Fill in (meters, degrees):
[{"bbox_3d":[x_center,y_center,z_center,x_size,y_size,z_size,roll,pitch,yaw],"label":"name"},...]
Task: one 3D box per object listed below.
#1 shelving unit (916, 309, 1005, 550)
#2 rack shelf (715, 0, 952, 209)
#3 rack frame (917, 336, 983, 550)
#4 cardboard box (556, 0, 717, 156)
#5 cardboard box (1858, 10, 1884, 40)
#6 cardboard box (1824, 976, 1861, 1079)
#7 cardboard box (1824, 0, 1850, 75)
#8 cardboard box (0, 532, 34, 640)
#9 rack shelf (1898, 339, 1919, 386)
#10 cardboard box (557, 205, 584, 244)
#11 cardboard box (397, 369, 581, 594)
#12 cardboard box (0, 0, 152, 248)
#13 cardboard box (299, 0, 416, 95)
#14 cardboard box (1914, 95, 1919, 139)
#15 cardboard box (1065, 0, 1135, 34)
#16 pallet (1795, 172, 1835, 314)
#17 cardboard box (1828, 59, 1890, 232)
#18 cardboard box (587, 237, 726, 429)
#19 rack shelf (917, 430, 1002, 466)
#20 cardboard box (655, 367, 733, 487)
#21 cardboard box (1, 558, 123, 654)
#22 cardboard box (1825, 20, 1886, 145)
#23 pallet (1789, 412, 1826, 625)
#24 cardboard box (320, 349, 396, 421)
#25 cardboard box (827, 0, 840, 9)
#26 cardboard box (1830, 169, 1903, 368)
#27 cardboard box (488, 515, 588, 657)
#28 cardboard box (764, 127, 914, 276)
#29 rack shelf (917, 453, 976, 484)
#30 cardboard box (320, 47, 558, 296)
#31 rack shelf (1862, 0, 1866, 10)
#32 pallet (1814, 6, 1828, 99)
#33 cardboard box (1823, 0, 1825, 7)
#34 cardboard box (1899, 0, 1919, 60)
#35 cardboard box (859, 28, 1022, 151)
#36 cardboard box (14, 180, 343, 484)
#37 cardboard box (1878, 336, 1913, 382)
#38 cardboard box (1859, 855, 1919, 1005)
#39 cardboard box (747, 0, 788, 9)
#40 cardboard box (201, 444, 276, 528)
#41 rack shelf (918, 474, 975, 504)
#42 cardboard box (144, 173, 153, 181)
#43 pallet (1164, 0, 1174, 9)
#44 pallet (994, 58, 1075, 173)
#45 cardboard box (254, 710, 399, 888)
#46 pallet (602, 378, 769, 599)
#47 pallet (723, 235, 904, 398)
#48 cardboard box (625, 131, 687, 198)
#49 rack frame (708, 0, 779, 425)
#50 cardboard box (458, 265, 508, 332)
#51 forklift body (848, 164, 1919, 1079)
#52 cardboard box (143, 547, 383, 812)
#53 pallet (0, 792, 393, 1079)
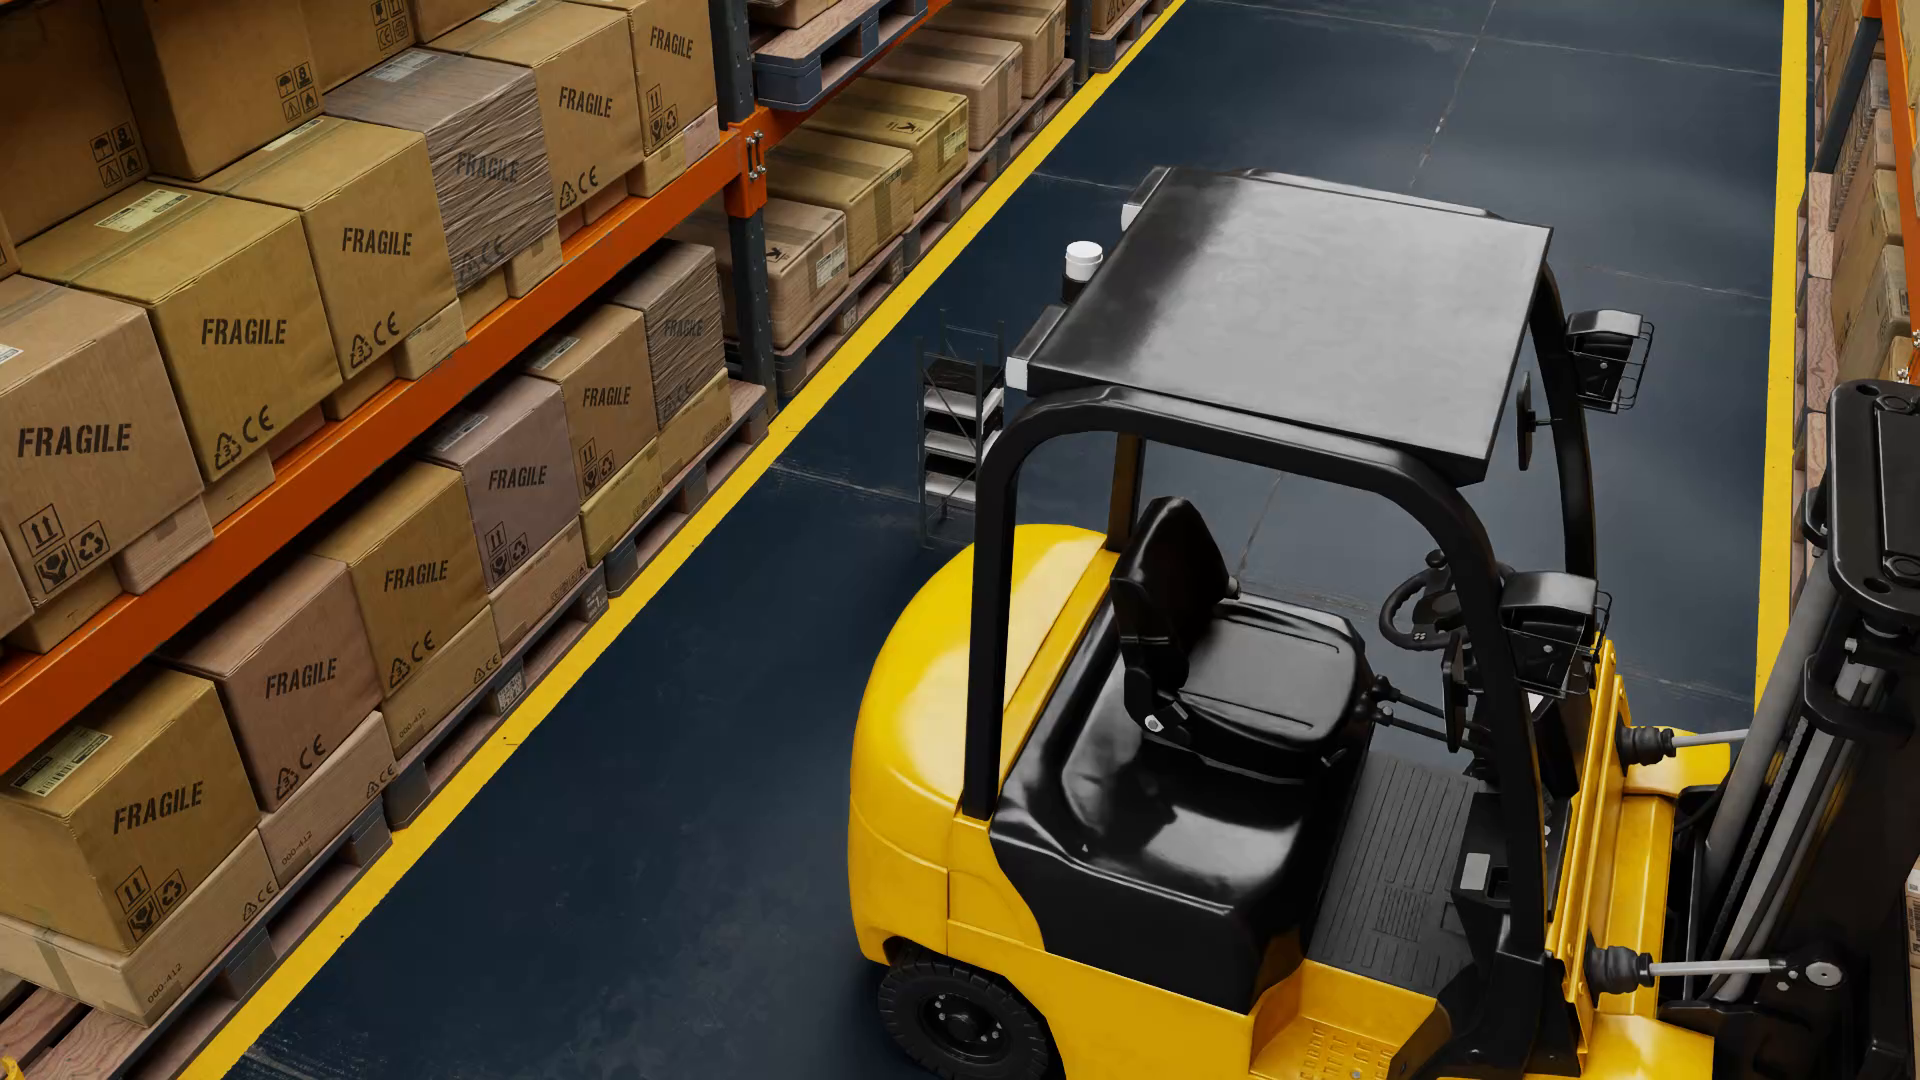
[{"bbox_3d":[0.003,-0.365,5.987,0.258,0.900,0.210,14,39,18],"label":"shelving unit"},{"bbox_3d":[-0.482,-2.630,7.864,1.077,0.370,4.000,14,39,18],"label":"rack shelf"},{"bbox_3d":[-0.036,-0.309,5.911,0.240,0.900,0.006,14,39,18],"label":"rack frame"},{"bbox_3d":[-1.182,-1.667,5.643,0.500,0.500,0.500,13,39,17],"label":"cardboard box"},{"bbox_3d":[4.824,-2.655,8.492,0.380,0.149,0.250,12,38,16],"label":"cardboard box"},{"bbox_3d":[2.294,1.083,3.824,0.500,0.250,0.500,14,39,18],"label":"cardboard box"},{"bbox_3d":[5.230,-2.912,9.378,0.500,0.500,0.500,16,39,20],"label":"cardboard box"},{"bbox_3d":[-2.328,0.046,3.352,0.500,0.500,0.500,13,39,17],"label":"cardboard box"},{"bbox_3d":[2.588,0.713,3.391,1.077,0.370,4.000,14,39,18],"label":"rack shelf"},{"bbox_3d":[-1.451,-1.062,5.375,0.380,0.149,0.250,13,39,17],"label":"cardboard box"},{"bbox_3d":[-1.605,-0.225,5.365,0.500,0.500,0.500,16,40,20],"label":"cardboard box"},{"bbox_3d":[-2.474,-1.073,4.013,0.700,0.500,0.500,13,39,17],"label":"cardboard box"},{"bbox_3d":[-2.042,-1.627,4.754,0.700,0.500,0.500,13,39,17],"label":"cardboard box"},{"bbox_3d":[3.702,-1.508,5.888,0.500,0.250,0.500,14,39,18],"label":"cardboard box"},{"bbox_3d":[0.619,-3.706,10.127,0.875,0.875,0.875,14,39,17],"label":"cardboard box"},{"bbox_3d":[4.521,-1.333,7.857,1.003,0.211,1.213,14,39,18],"label":"pallet"},{"bbox_3d":[4.621,-1.772,7.748,0.875,0.625,0.625,15,39,19],"label":"cardboard box"},{"bbox_3d":[-1.220,-0.789,6.120,0.500,0.500,0.500,13,39,17],"label":"cardboard box"},{"bbox_3d":[0.003,-0.338,6.007,0.258,0.077,0.200,14,39,18],"label":"rack shelf"},{"bbox_3d":[-1.219,-0.489,6.345,0.500,0.250,0.500,16,40,20],"label":"cardboard box"},{"bbox_3d":[-2.185,0.092,3.831,0.380,0.149,0.250,13,39,16],"label":"cardboard box"},{"bbox_3d":[4.833,-2.347,8.622,0.500,0.500,0.500,15,39,19],"label":"cardboard box"},{"bbox_3d":[3.593,0.018,6.050,1.003,0.211,1.213,14,39,18],"label":"pallet"},{"bbox_3d":[-1.806,-0.488,4.607,0.380,0.149,0.250,13,39,17],"label":"cardboard box"},{"bbox_3d":[-0.637,-2.249,6.612,0.380,0.149,0.250,15,39,19],"label":"cardboard box"},{"bbox_3d":[4.123,-1.035,6.762,0.875,0.625,0.625,12,38,16],"label":"cardboard box"},{"bbox_3d":[-1.611,0.088,5.572,0.500,0.250,0.500,14,39,18],"label":"cardboard box"},{"bbox_3d":[-0.775,-1.616,7.751,0.950,0.372,0.625,16,40,21],"label":"cardboard box"},{"bbox_3d":[0.003,-0.266,6.060,0.258,0.077,0.200,14,39,18],"label":"rack shelf"},{"bbox_3d":[-1.565,-1.093,4.874,0.500,0.500,0.500,15,39,19],"label":"cardboard box"},{"bbox_3d":[5.632,-3.716,9.317,1.077,0.370,4.000,14,39,18],"label":"rack shelf"},{"bbox_3d":[5.655,-2.858,9.897,1.003,0.211,1.213,14,39,18],"label":"pallet"},{"bbox_3d":[5.613,-3.490,10.150,0.500,0.500,0.500,13,39,16],"label":"cardboard box"},{"bbox_3d":[4.090,-2.083,6.656,0.500,0.250,0.500,13,39,16],"label":"cardboard box"},{"bbox_3d":[-0.219,-2.420,8.827,0.950,0.372,0.625,13,39,17],"label":"cardboard box"},{"bbox_3d":[-1.941,-0.524,4.114,0.500,0.500,0.500,13,39,17],"label":"cardboard box"},{"bbox_3d":[3.537,-0.191,5.632,0.875,0.625,0.625,16,40,20],"label":"cardboard box"},{"bbox_3d":[2.285,0.895,3.658,0.500,0.250,0.500,13,39,17],"label":"cardboard box"},{"bbox_3d":[-0.799,-2.332,6.182,0.500,0.500,0.500,15,39,19],"label":"cardboard box"},{"bbox_3d":[-1.979,-0.189,4.207,0.380,0.149,0.250,15,39,19],"label":"cardboard box"},{"bbox_3d":[0.003,-0.194,6.114,0.258,0.077,0.200,14,39,18],"label":"rack shelf"},{"bbox_3d":[-2.215,-0.947,4.680,0.500,0.500,0.500,14,39,18],"label":"cardboard box"},{"bbox_3d":[1.114,-4.001,11.427,1.003,0.211,1.213,14,39,18],"label":"pallet"},{"bbox_3d":[-0.020,-2.476,9.387,1.003,0.211,1.213,14,39,18],"label":"pallet"},{"bbox_3d":[-2.001,0.672,4.791,0.500,0.250,0.500,15,39,19],"label":"cardboard box"},{"bbox_3d":[-1.466,-0.314,6.494,1.003,0.211,1.213,14,39,18],"label":"pallet"},{"bbox_3d":[-0.948,-1.125,7.579,1.003,0.211,1.213,14,39,18],"label":"pallet"},{"bbox_3d":[-1.172,-1.323,5.725,0.380,0.149,0.250,15,39,19],"label":"cardboard box"},{"bbox_3d":[-1.243,-1.811,6.167,1.000,3.000,0.127,14,39,18],"label":"rack frame"},{"bbox_3d":[-1.592,-0.765,4.977,0.380,0.149,0.250,13,39,17],"label":"cardboard box"},{"bbox_3d":[0.861,0.407,3.909,2.313,2.155,1.214,14,39,18],"label":"forklift body"},{"bbox_3d":[-1.999,0.349,4.597,0.500,0.500,0.500,12,39,16],"label":"cardboard box"},{"bbox_3d":[-2.394,1.037,4.686,1.003,0.211,1.213,14,39,18],"label":"pallet"}]
